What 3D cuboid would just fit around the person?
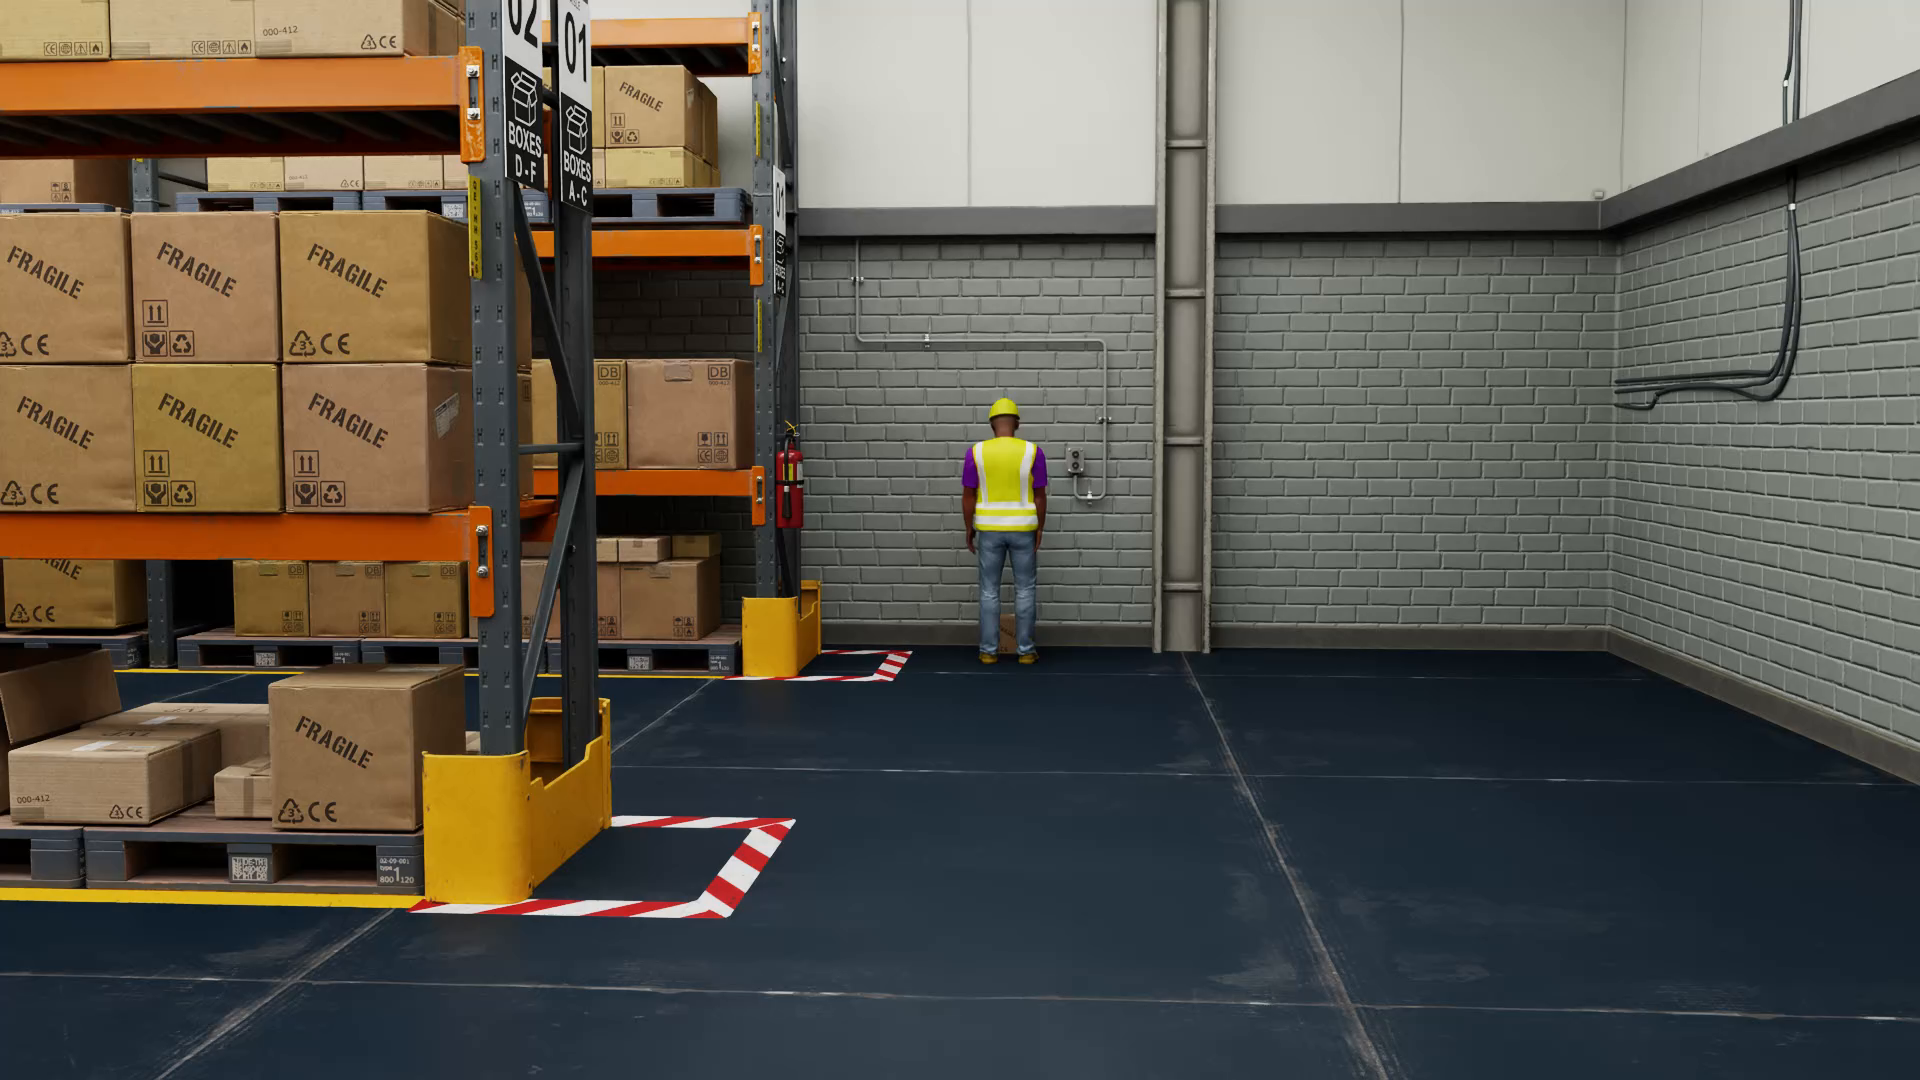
[{"bbox_3d":[0.298,-0.061,11.095,0.568,1.759,0.368,0,4,5],"label":"person"}]
